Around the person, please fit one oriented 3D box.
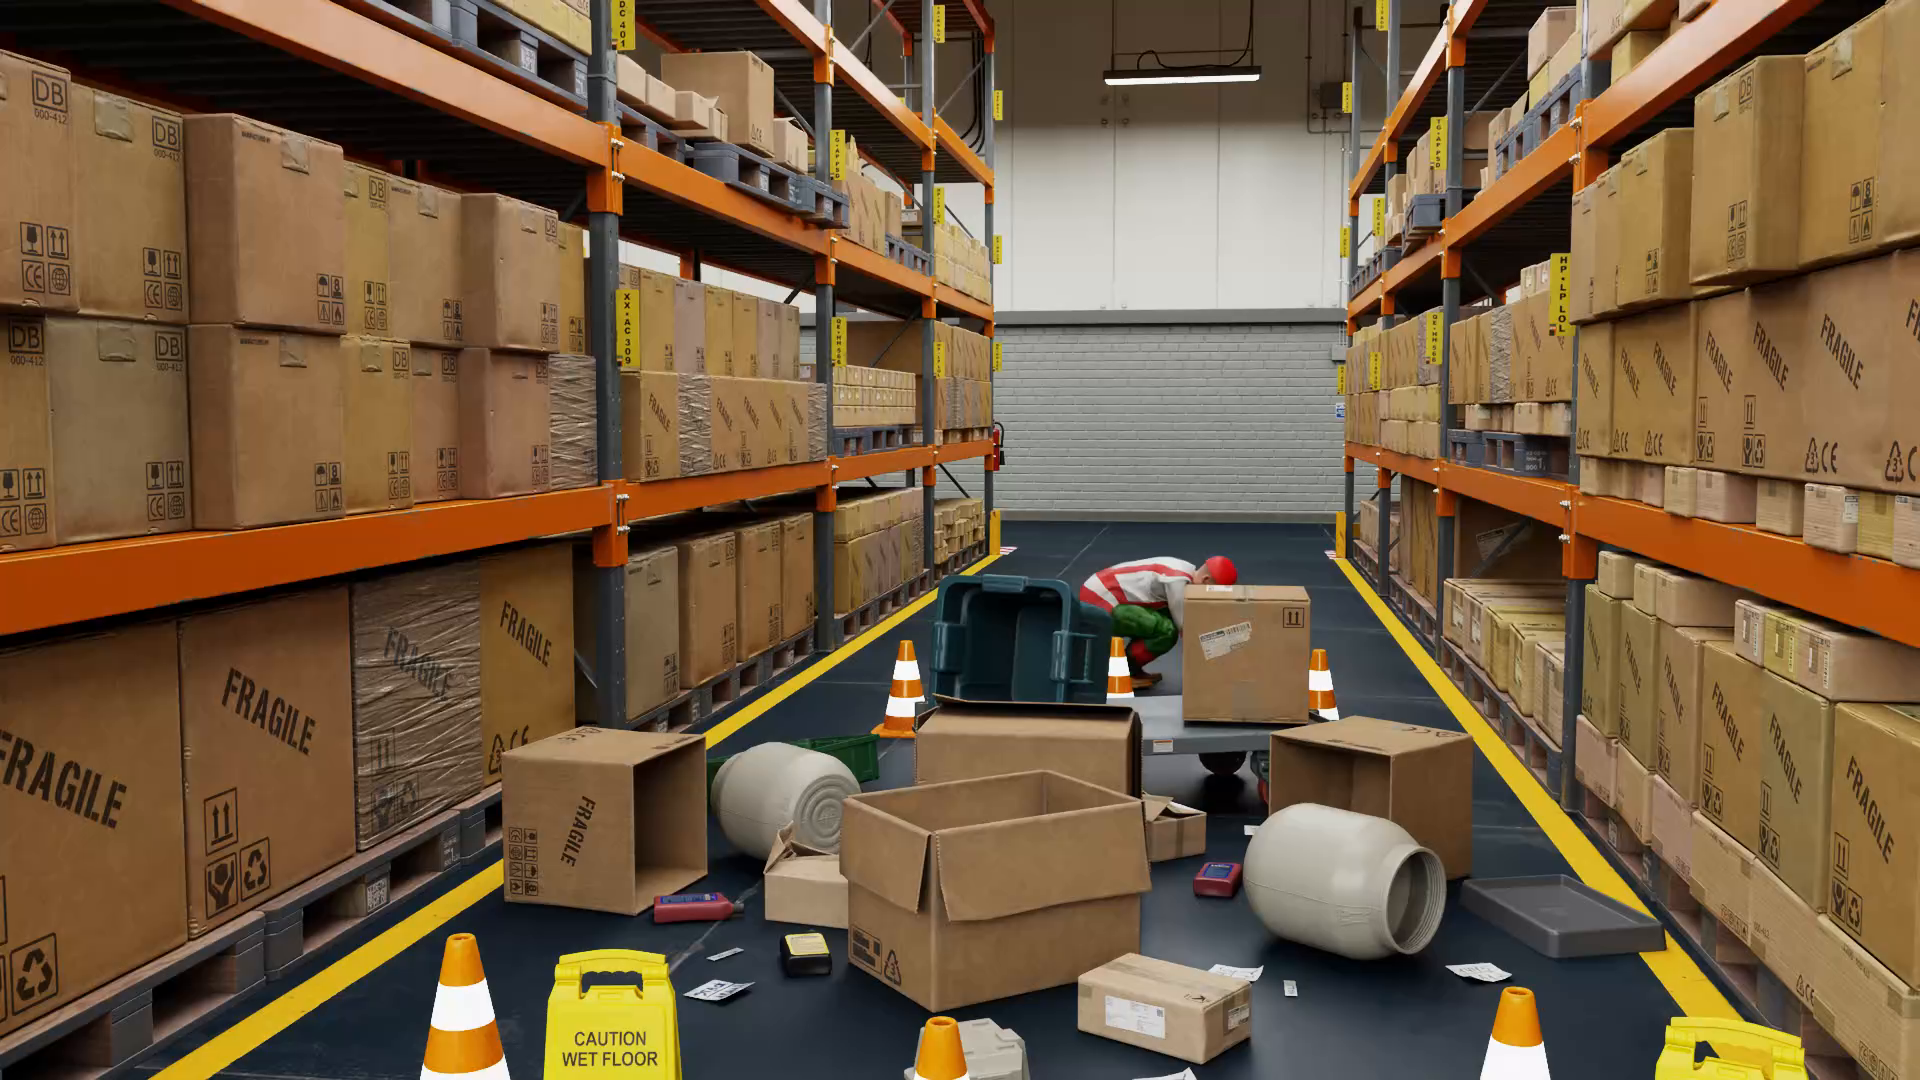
[{"bbox_3d":[1.157,0.500,9.827,0.946,0.813,0.534,1,4,7],"label":"person"}]
